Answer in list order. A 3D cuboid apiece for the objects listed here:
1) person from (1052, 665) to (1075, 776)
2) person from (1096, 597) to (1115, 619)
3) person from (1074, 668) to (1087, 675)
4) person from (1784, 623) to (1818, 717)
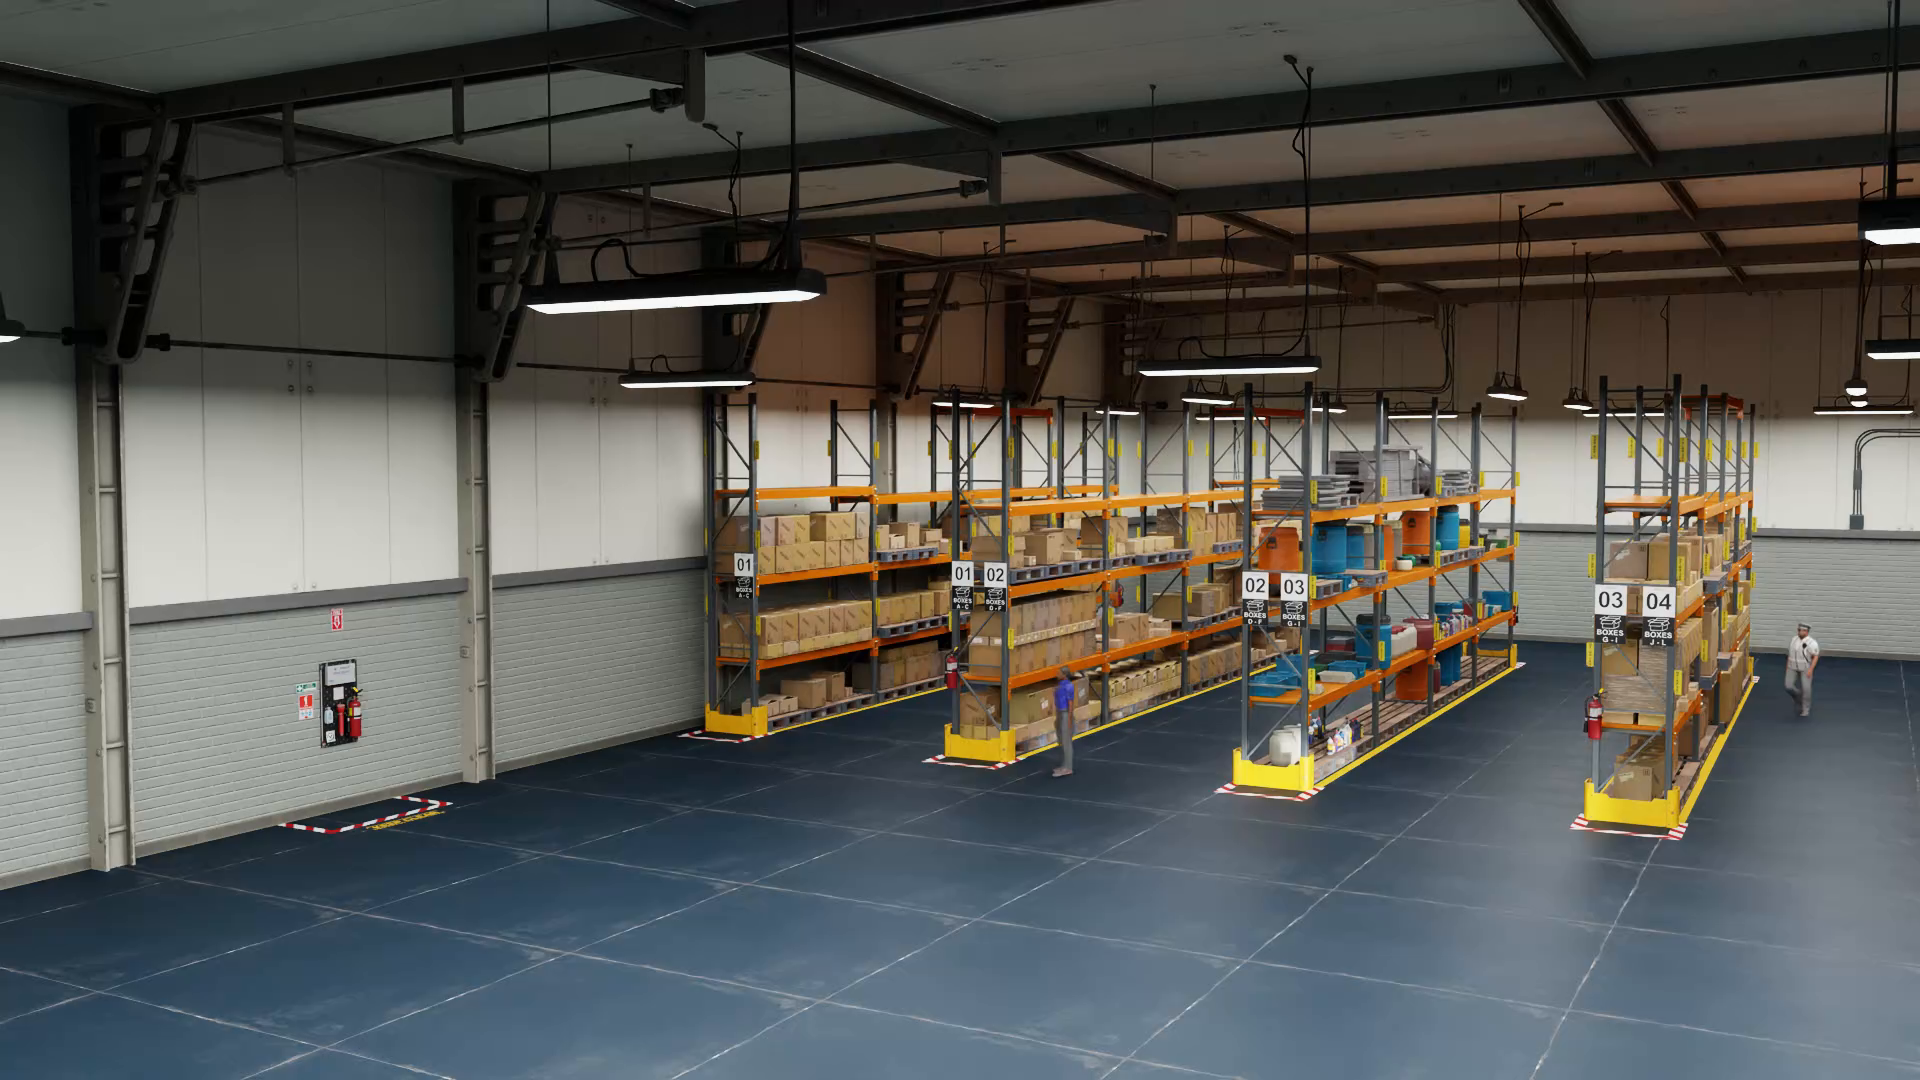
[{"bbox_3d":[1.577,2.782,25.736,0.389,1.666,0.552,-1,3,-17],"label":"person"},{"bbox_3d":[3.395,2.107,38.850,0.475,1.577,0.952,1,3,24],"label":"person"},{"bbox_3d":[2.543,2.051,35.597,0.472,1.674,0.483,3,4,43],"label":"person"},{"bbox_3d":[15.878,2.435,31.396,0.608,1.754,0.662,2,4,37],"label":"person"}]
